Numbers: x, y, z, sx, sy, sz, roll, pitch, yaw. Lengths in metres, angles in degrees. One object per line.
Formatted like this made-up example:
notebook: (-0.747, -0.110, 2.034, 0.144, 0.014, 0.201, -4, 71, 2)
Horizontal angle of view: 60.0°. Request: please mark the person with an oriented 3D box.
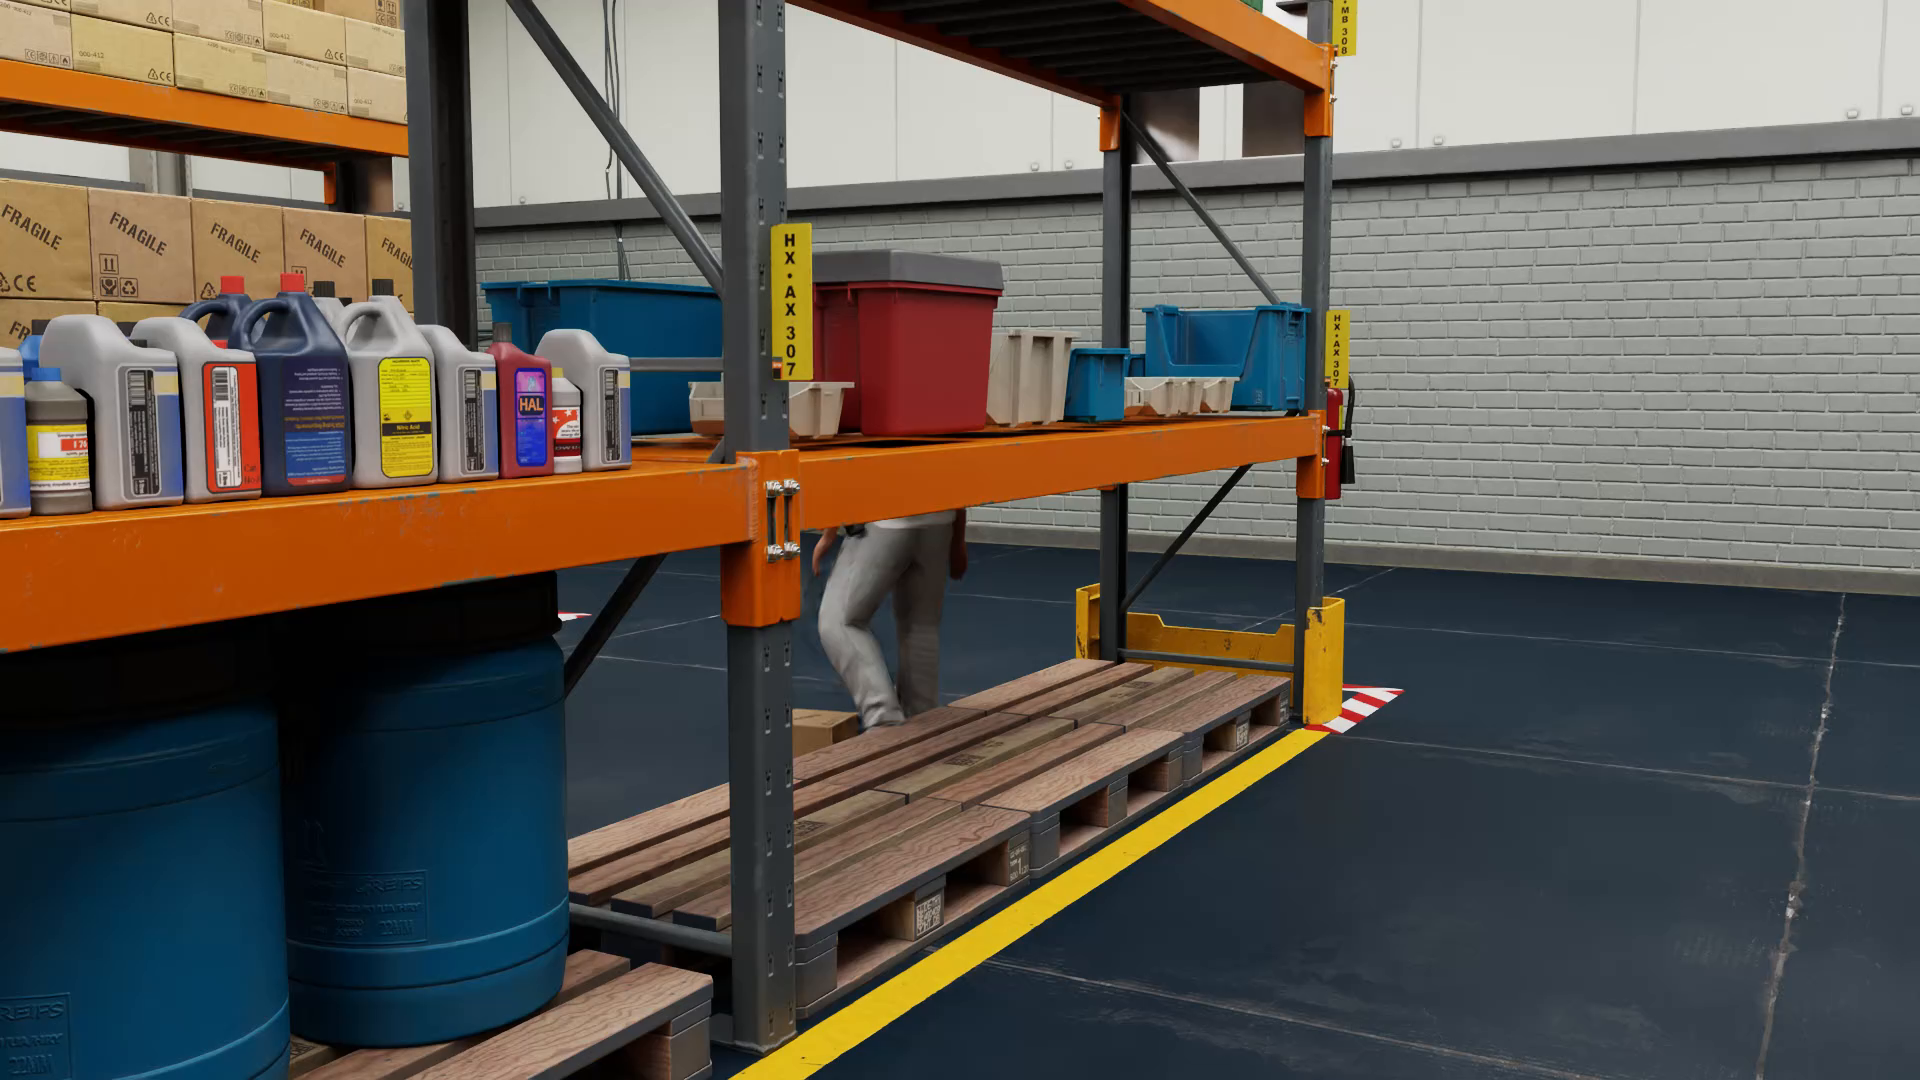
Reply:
person: (-0.270, -0.022, 6.256, 0.755, 1.741, 0.559, -5, 8, -39)
